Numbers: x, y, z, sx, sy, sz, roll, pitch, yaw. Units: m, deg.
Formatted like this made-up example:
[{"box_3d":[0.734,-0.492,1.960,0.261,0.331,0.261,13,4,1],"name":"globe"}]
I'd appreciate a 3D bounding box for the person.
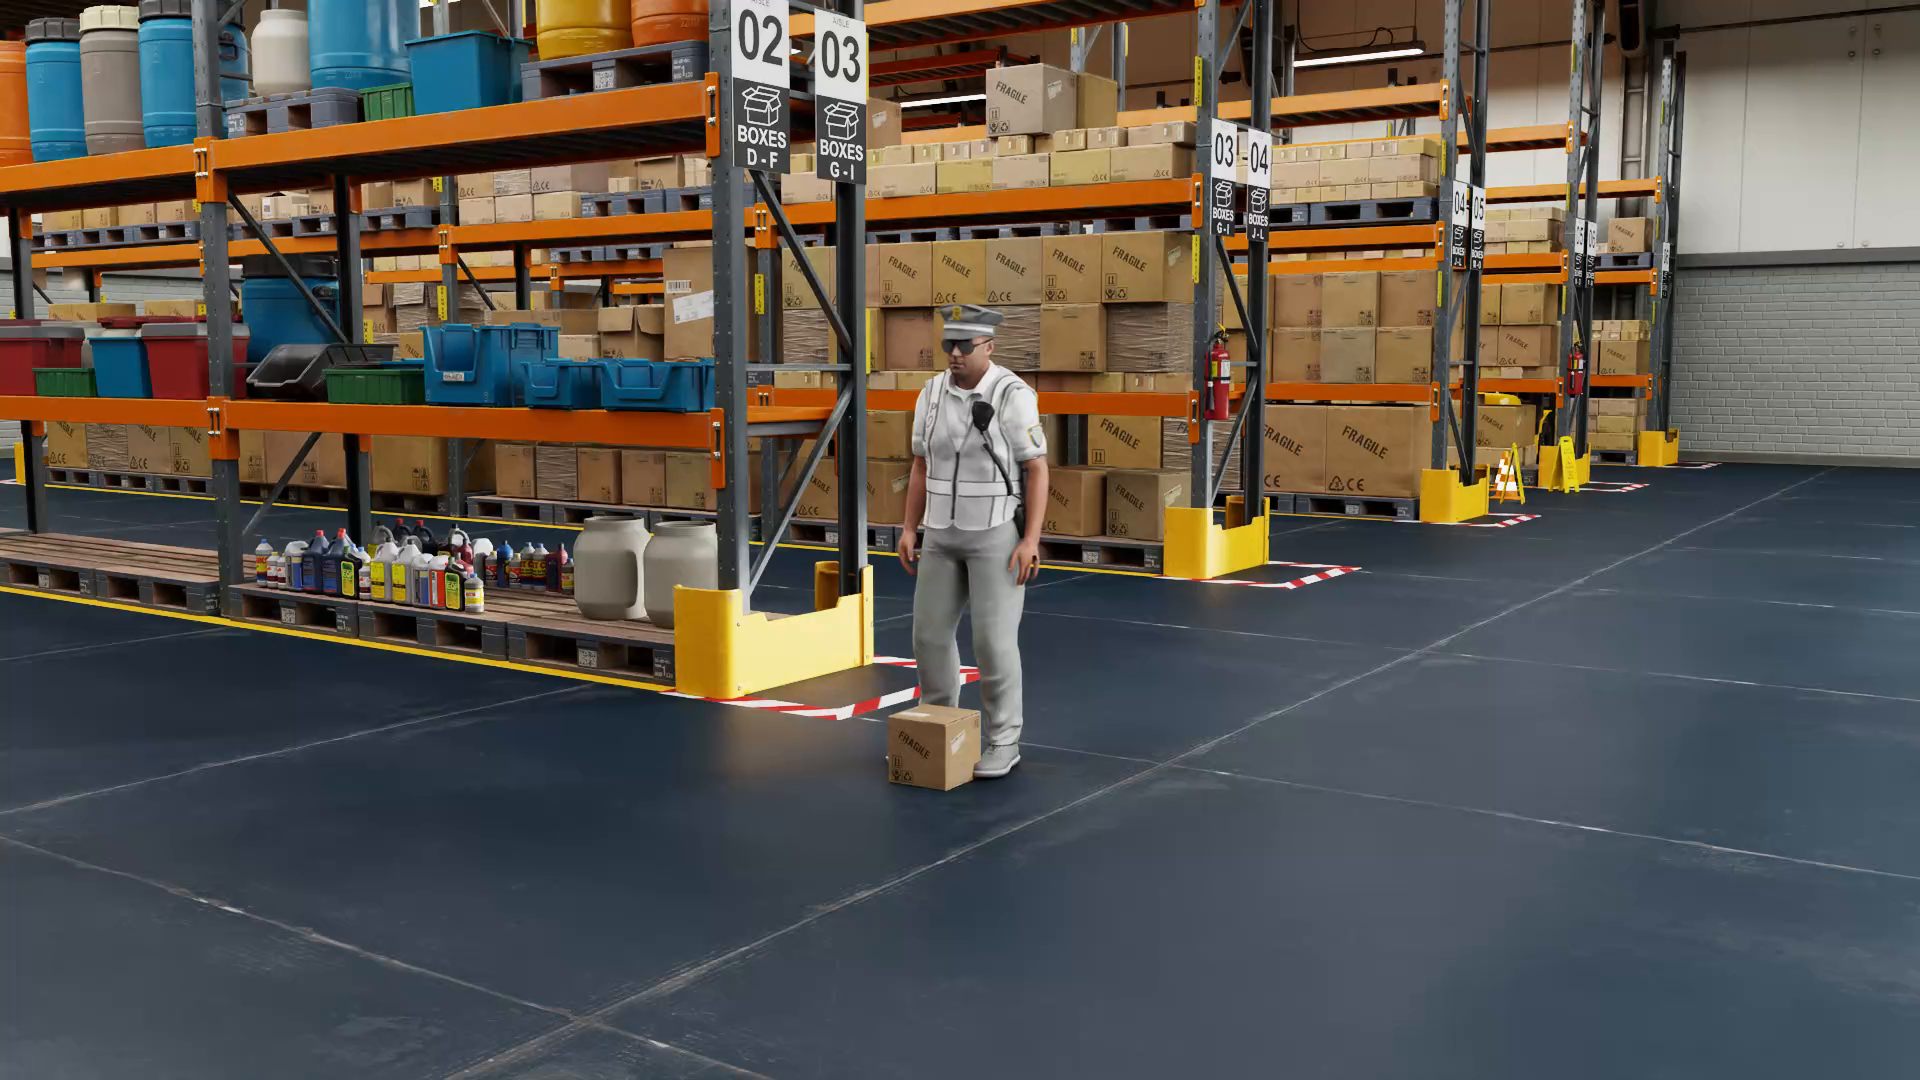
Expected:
[{"box_3d":[0.054,-0.008,6.301,0.604,1.751,0.427,4,7,31],"name":"person"}]
